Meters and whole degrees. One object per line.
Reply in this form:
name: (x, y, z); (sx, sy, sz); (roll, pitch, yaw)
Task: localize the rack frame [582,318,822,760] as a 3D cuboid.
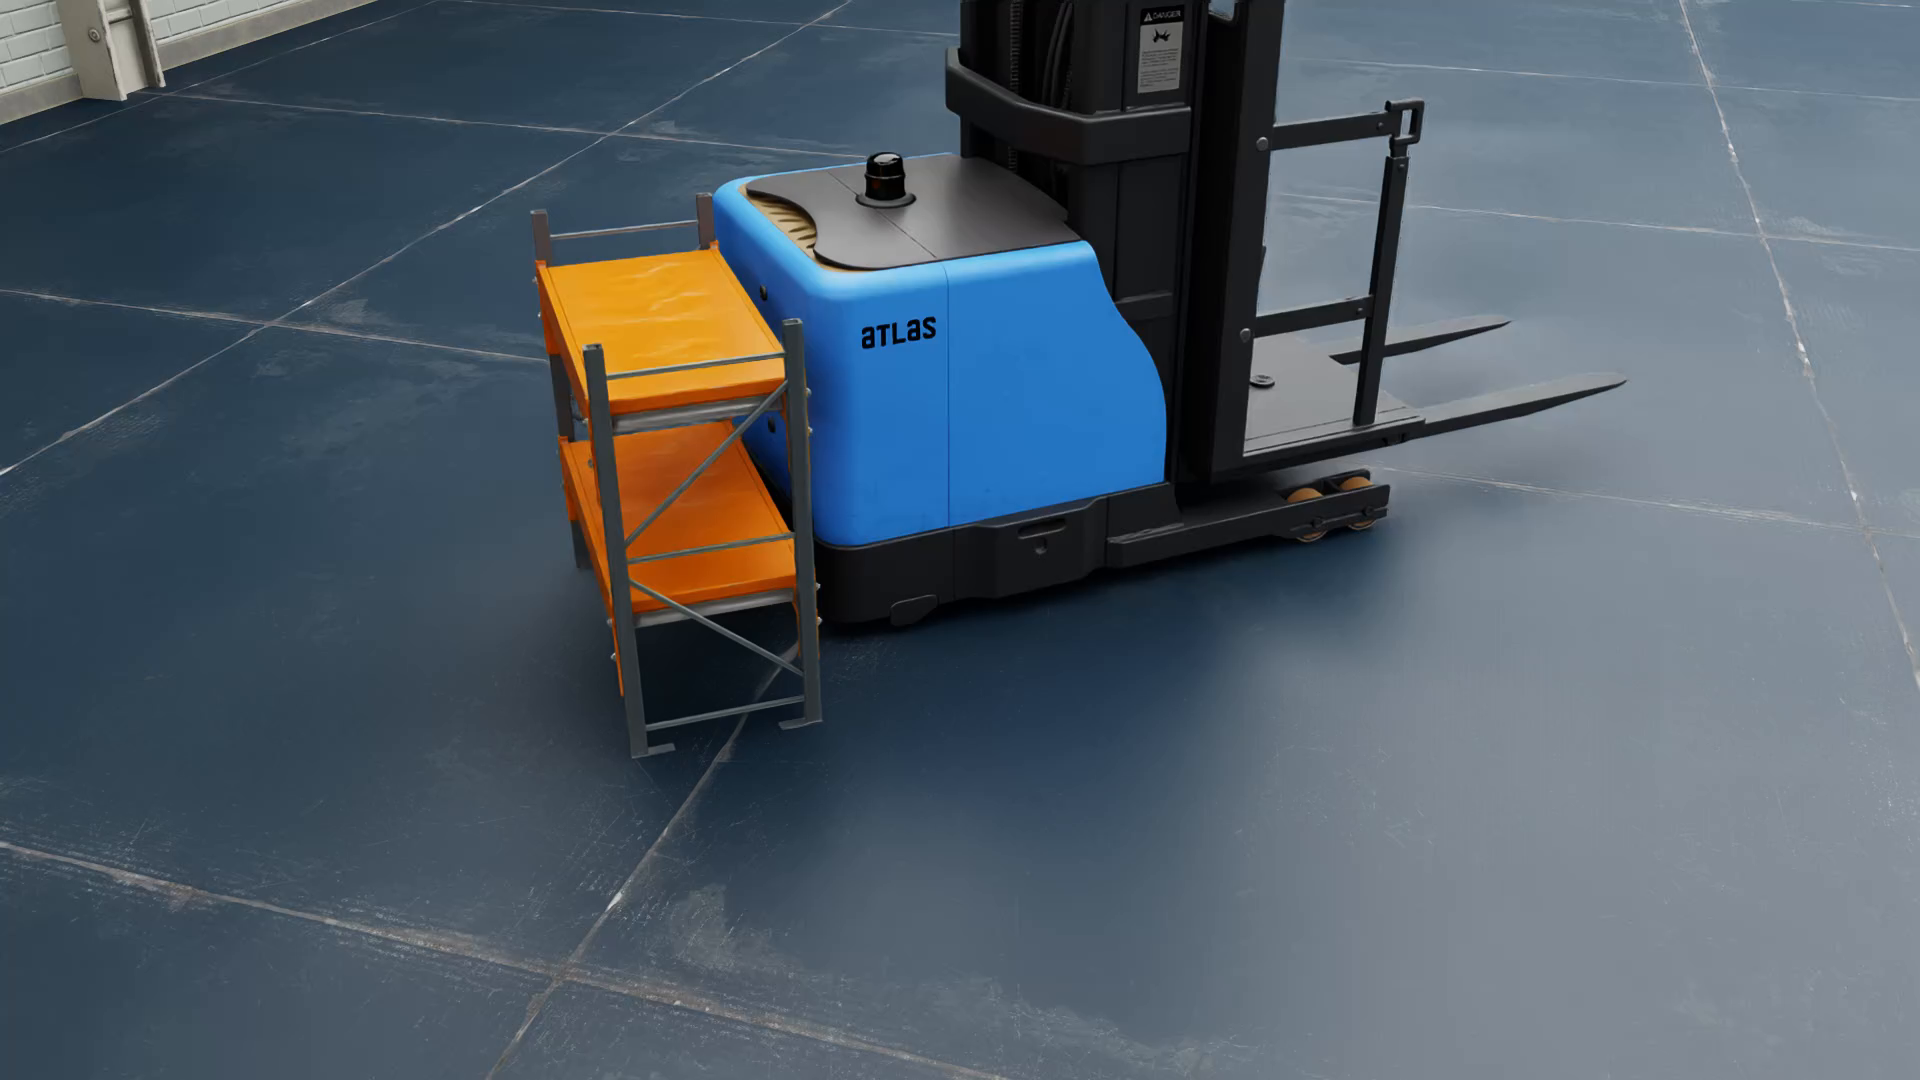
rack frame: (-0.605, 0.023, 4.052); (0.500, 1.125, 0.032); (-10, 30, -17)

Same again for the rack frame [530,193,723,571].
rack frame: (-0.938, -0.444, 4.892); (0.500, 1.125, 0.032); (-10, 30, -17)

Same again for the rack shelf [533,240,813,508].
rack shelf: (-0.771, -0.467, 4.330); (0.538, 0.278, 1.000); (-10, 30, -17)

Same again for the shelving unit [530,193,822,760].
shelving unit: (-0.771, -0.211, 4.472); (0.538, 1.125, 1.048); (-10, 30, -17)

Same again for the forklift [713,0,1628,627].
forklift: (0.811, -1.497, 4.926); (3.031, 2.935, 1.130); (-12, 31, -21)

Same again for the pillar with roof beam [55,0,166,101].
pillar with roof beam: (-1.017, -6.072, 6.909); (9.100, 9.000, 0.400); (8, 30, 15)

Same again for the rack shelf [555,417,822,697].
rack shelf: (-0.771, 0.003, 4.591); (0.538, 0.278, 1.000); (-10, 30, -17)
